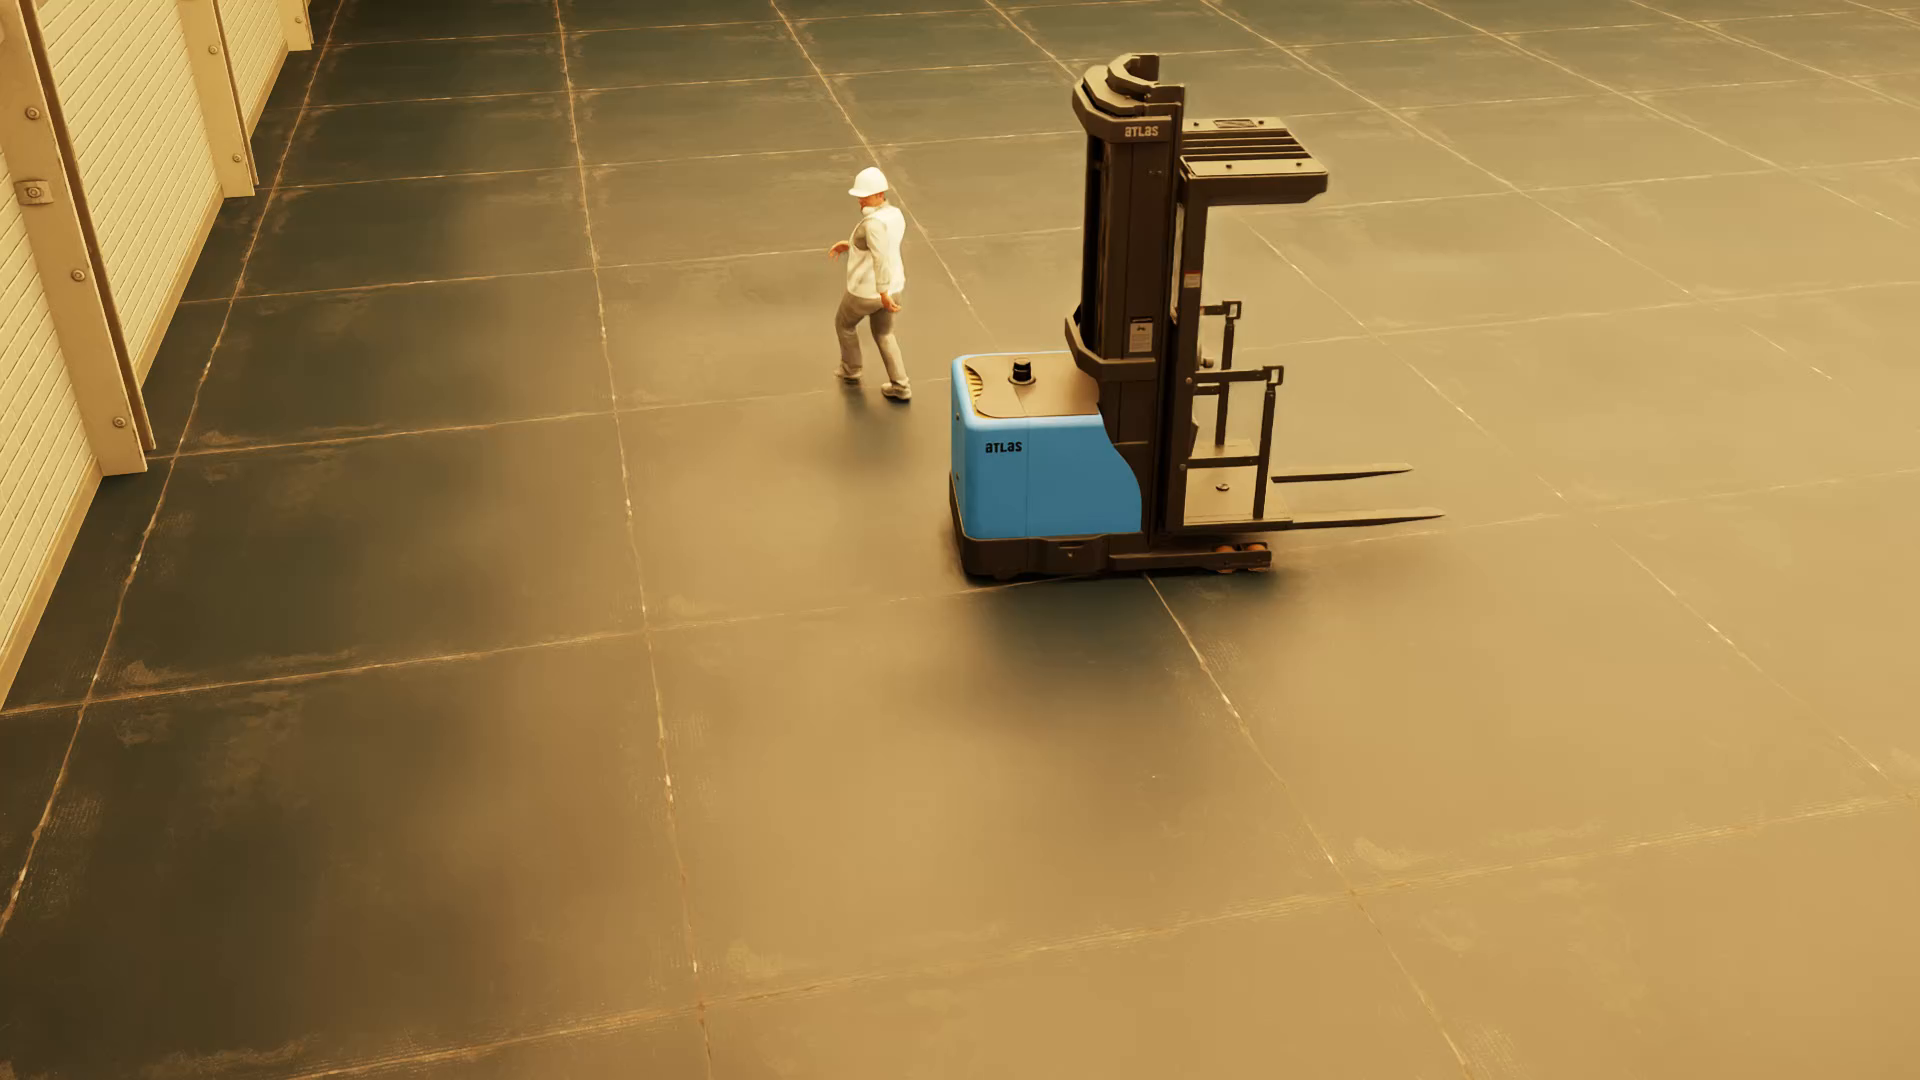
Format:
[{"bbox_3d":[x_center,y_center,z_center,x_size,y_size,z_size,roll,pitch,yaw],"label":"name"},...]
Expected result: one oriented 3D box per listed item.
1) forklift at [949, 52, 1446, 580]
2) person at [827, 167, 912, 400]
[{"bbox_3d":[1.481,-1.325,9.864,3.031,2.935,1.130,-3,30,-5],"label":"forklift"},{"bbox_3d":[-0.634,-1.851,12.036,0.939,1.722,0.556,26,39,37],"label":"person"}]
